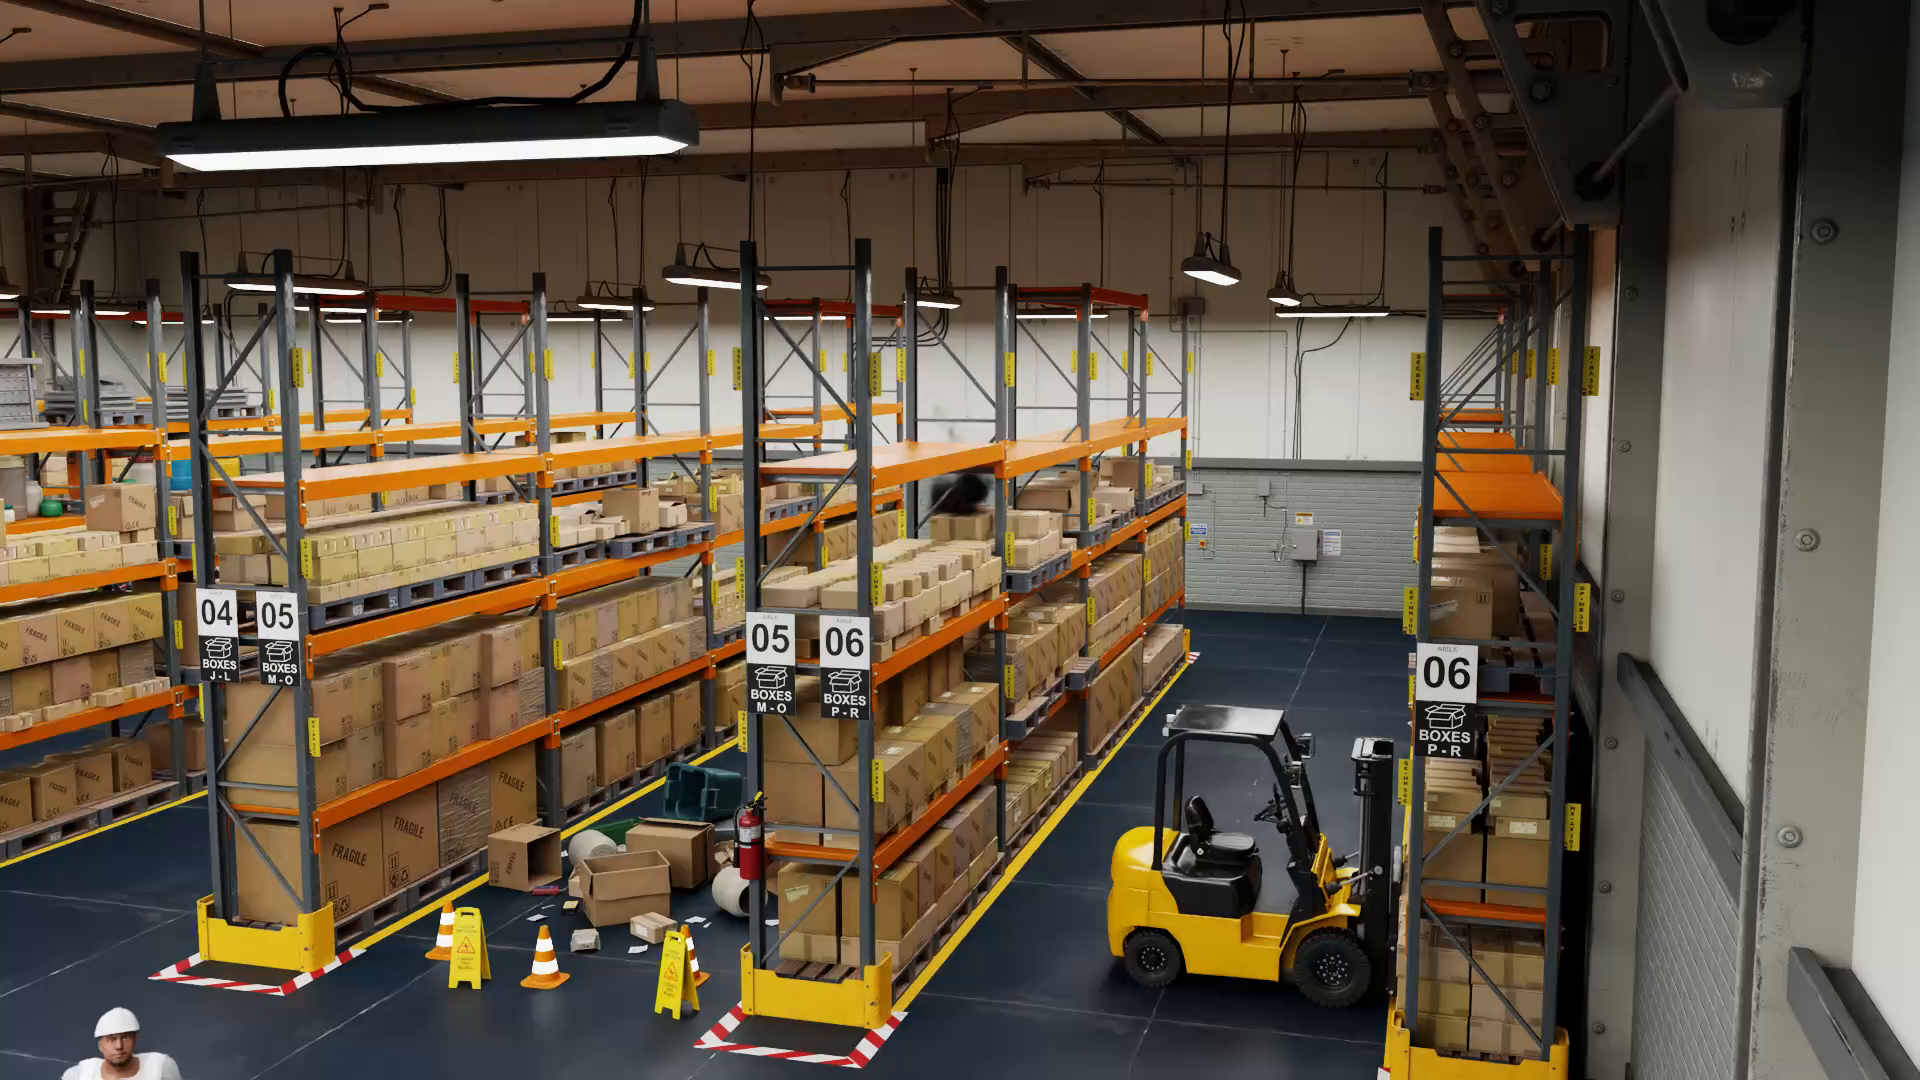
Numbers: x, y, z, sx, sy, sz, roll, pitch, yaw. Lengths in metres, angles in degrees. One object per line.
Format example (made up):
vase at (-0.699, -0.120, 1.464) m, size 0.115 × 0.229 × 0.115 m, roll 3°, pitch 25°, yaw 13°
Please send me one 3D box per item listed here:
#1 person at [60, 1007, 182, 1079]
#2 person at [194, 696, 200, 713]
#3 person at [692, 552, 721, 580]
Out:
person at (-4.334, 3.331, 8.624) m, size 0.659 × 1.806 × 0.674 m, roll -4°, pitch 8°, yaw -32°
person at (-10.127, 1.765, 22.235) m, size 0.714 × 1.763 × 1.082 m, roll 1°, pitch 6°, yaw 9°
person at (-4.627, 0.934, 30.705) m, size 0.615 × 1.588 × 0.538 m, roll -4°, pitch 7°, yaw -31°
